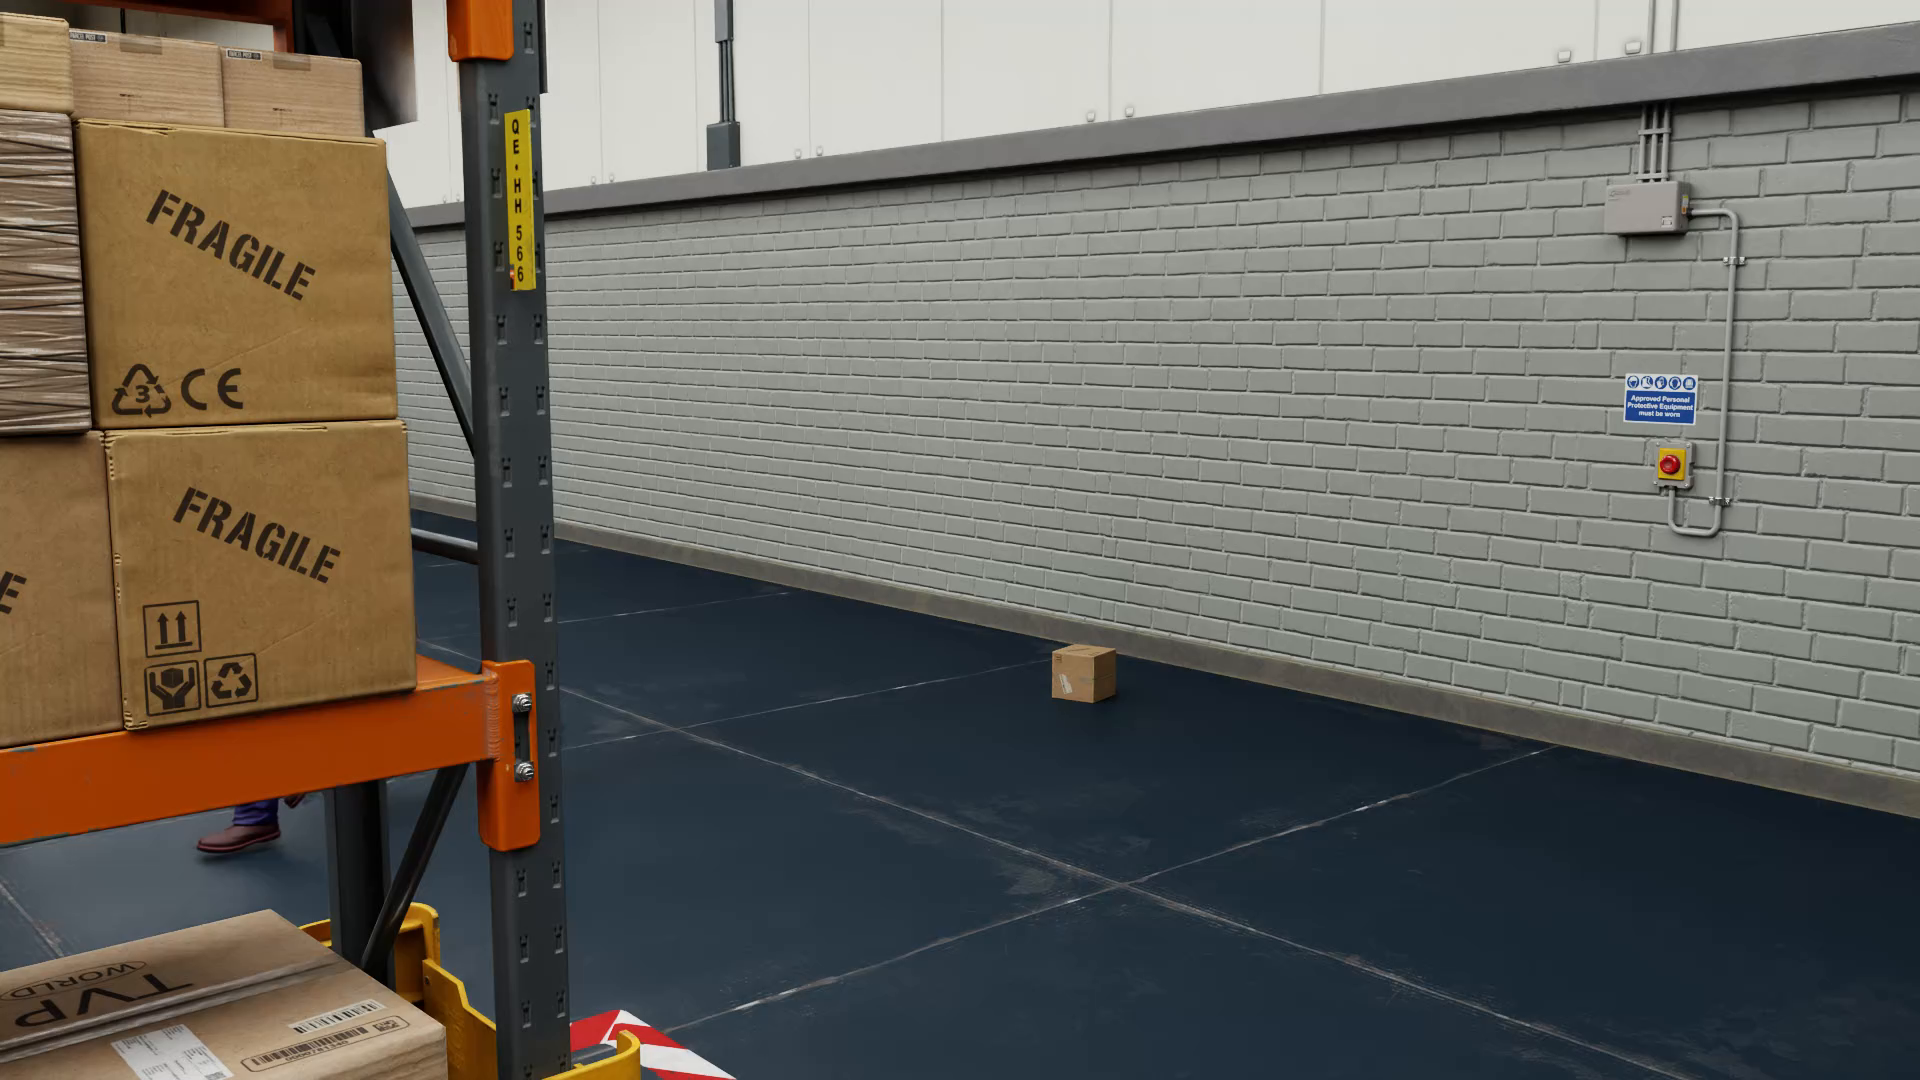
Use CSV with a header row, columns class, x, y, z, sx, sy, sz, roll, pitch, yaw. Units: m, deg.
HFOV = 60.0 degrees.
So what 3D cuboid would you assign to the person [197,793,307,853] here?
class,x,y,z,sx,sy,sz,roll,pitch,yaw
person,-2.659,0.316,6.290,0.577,1.635,0.474,-7,10,-43
